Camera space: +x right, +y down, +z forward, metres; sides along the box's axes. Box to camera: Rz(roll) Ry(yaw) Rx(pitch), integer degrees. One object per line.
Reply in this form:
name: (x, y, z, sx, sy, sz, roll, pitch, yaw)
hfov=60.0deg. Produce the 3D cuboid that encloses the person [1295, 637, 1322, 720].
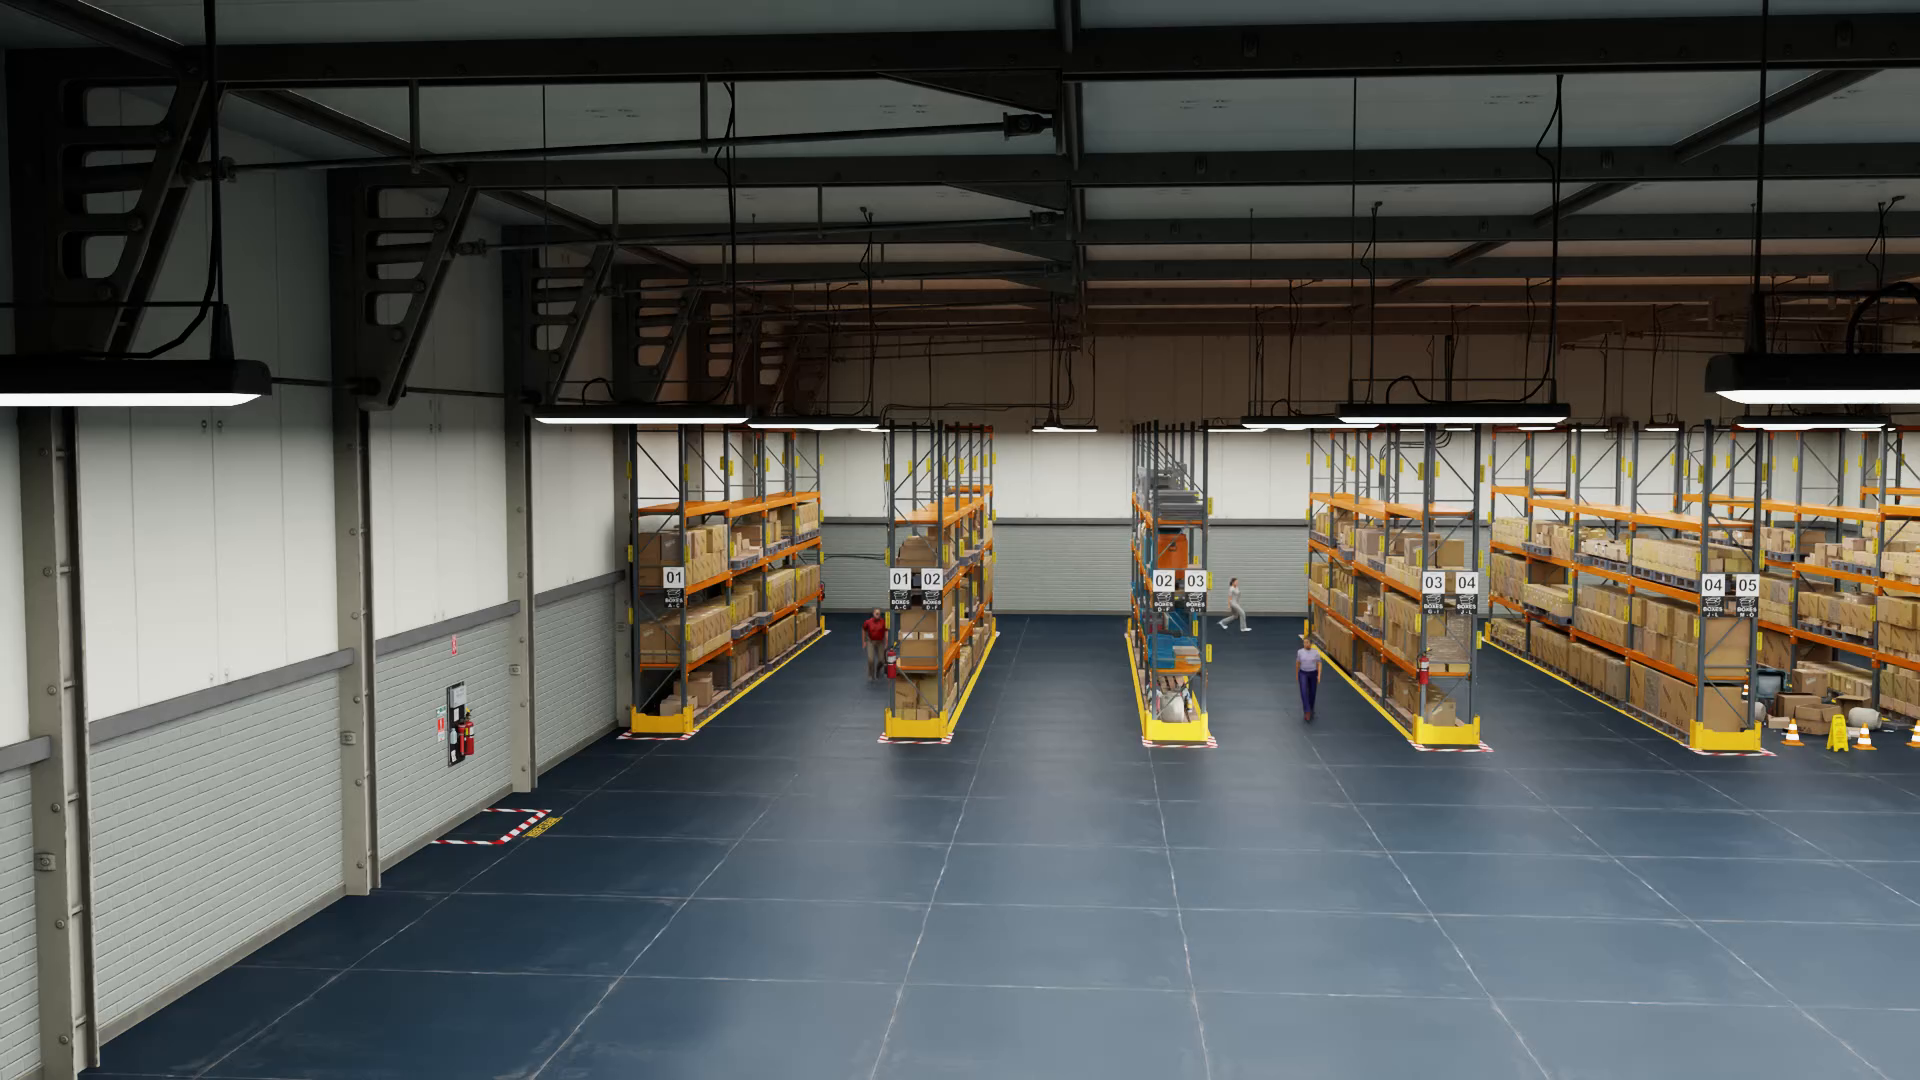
person: (7.067, 2.770, 33.646, 0.510, 1.616, 0.886, 0, 4, 5)

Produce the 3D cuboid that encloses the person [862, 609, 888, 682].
person: (-1.993, 2.430, 38.741, 0.603, 1.708, 0.628, -1, 4, -14)

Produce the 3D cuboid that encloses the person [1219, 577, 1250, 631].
person: (8.039, 1.868, 48.520, 0.938, 1.558, 0.439, 2, 4, 29)

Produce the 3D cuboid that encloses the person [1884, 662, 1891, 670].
person: (21.037, 2.480, 37.460, 0.594, 1.761, 0.548, 0, 4, 3)
